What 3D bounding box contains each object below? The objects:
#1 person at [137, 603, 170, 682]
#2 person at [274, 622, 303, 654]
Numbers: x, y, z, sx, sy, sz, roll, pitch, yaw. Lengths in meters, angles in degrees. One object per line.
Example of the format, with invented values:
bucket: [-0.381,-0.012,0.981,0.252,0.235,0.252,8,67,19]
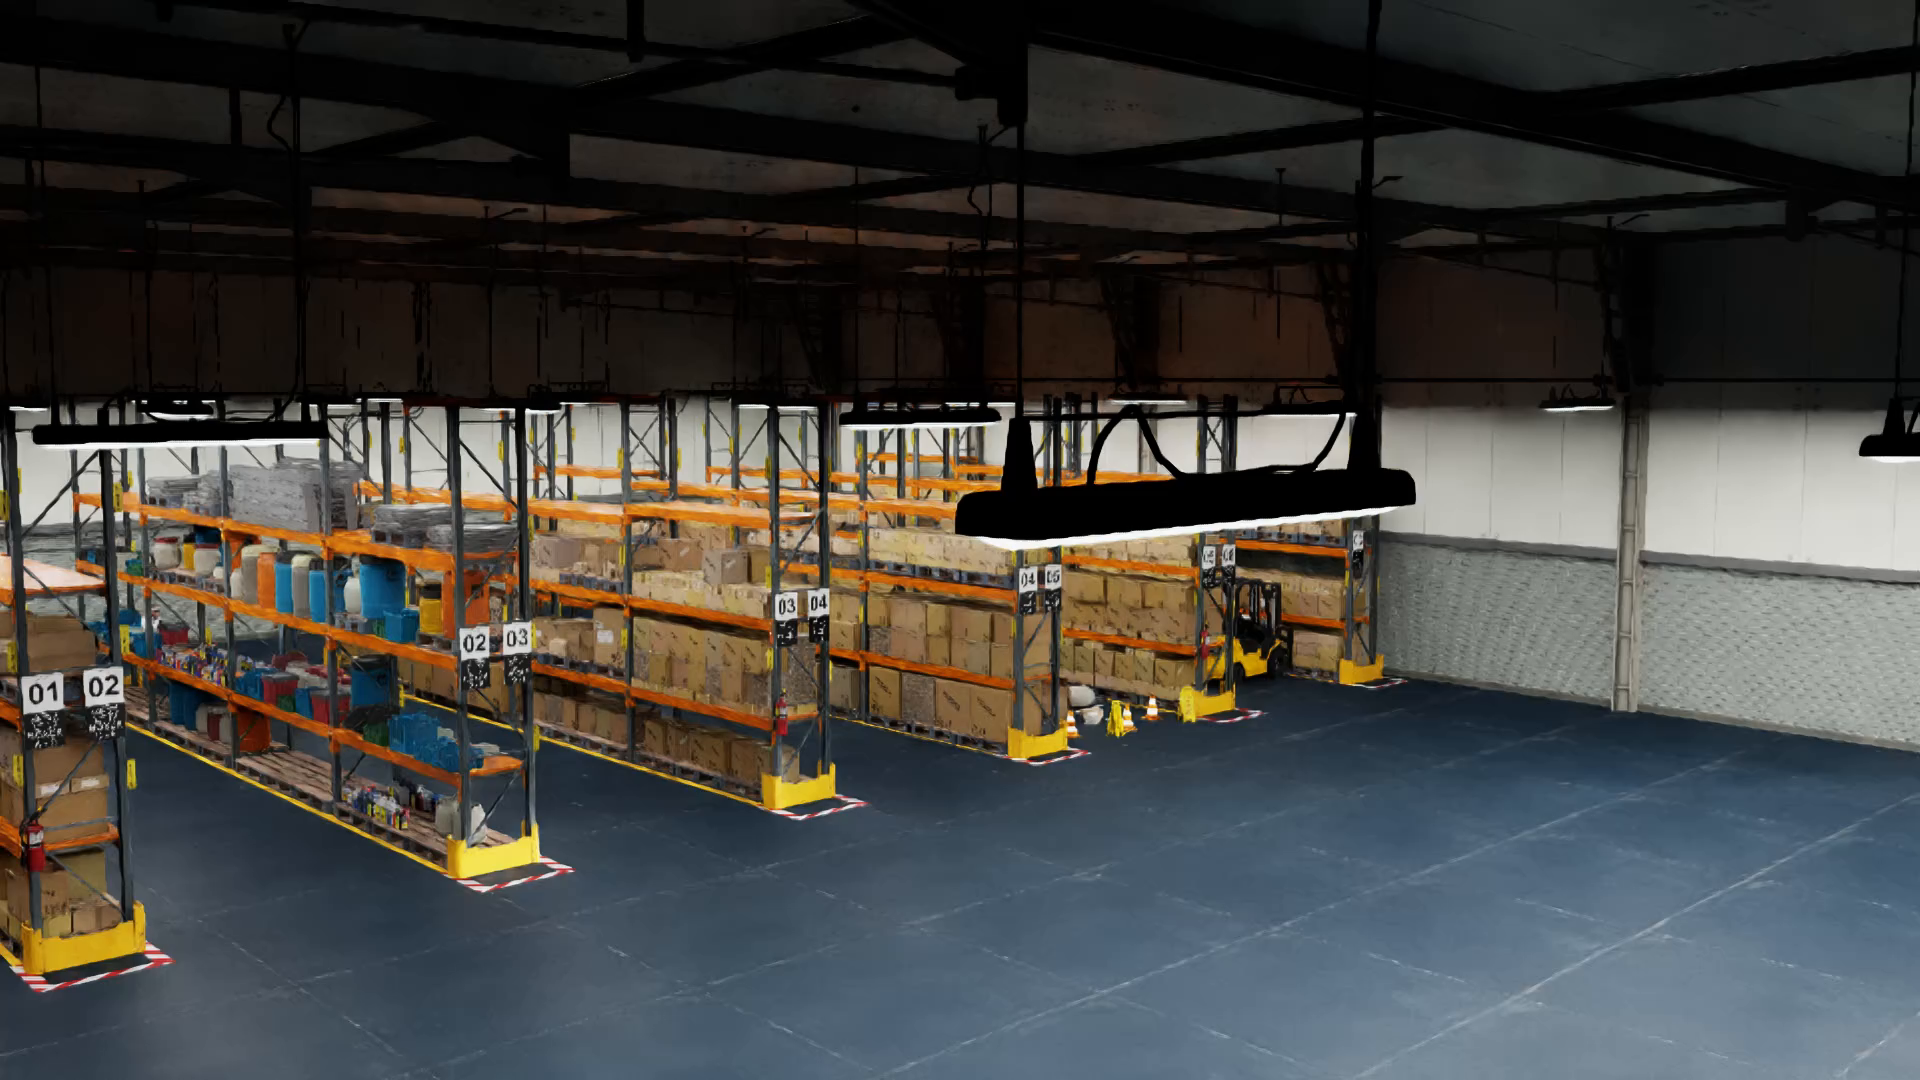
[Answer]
person: [-16.768,2.146,34.503,0.768,1.705,0.678,3,6,24]
person: [-15.220,1.846,37.680,0.618,1.712,0.971,-2,6,-22]
